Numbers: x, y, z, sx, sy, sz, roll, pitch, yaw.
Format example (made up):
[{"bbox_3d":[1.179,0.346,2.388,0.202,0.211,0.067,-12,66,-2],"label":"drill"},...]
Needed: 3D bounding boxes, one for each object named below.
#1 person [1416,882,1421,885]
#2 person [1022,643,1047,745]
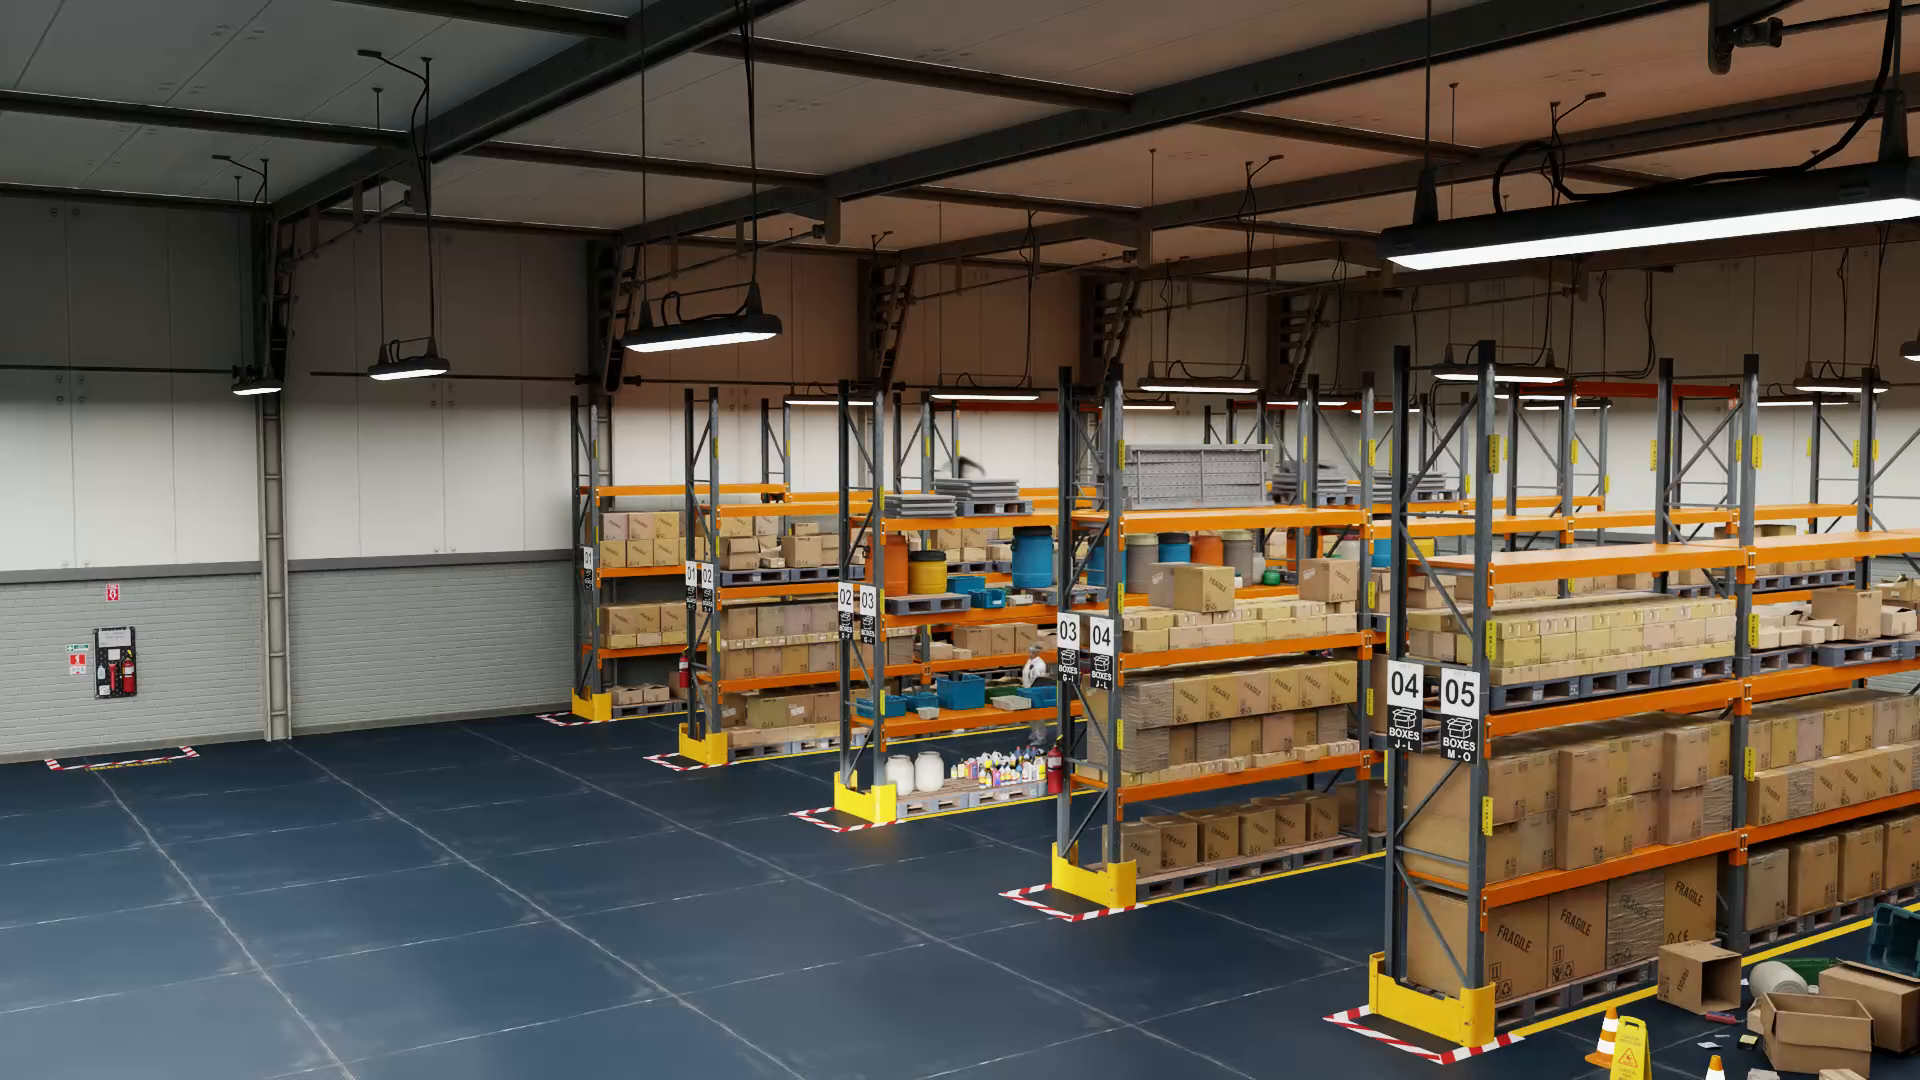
[{"bbox_3d":[5.134,3.279,17.795,0.961,1.593,0.668,-2,4,-35],"label":"person"},{"bbox_3d":[1.201,2.606,28.131,0.680,1.754,0.704,-2,4,-28],"label":"person"}]
